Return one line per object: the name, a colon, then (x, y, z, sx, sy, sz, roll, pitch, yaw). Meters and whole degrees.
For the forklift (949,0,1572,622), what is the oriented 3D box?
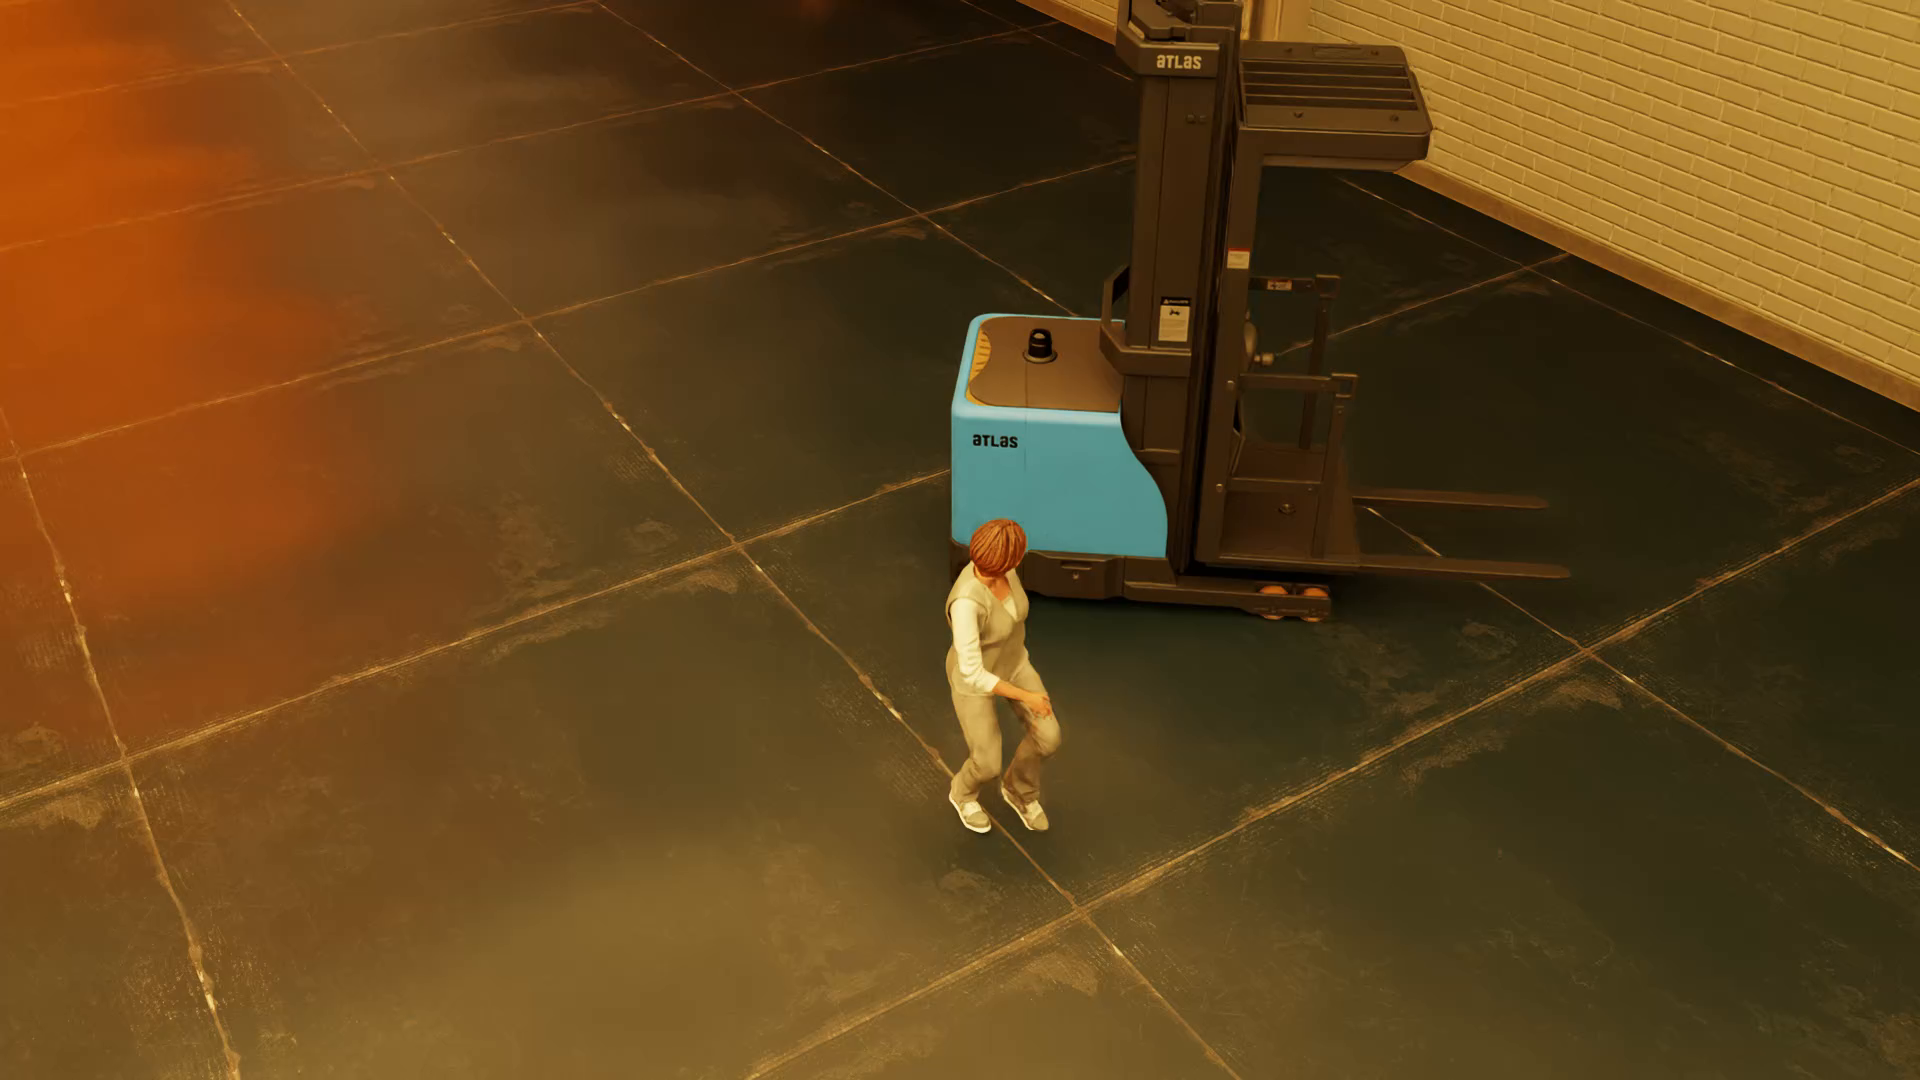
forklift: (1.496, -1.122, 7.744, 3.031, 2.935, 1.130, 4, 35, 5)

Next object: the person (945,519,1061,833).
person: (0.132, 0.561, 6.597, 0.549, 1.566, 0.671, -28, 44, -34)
